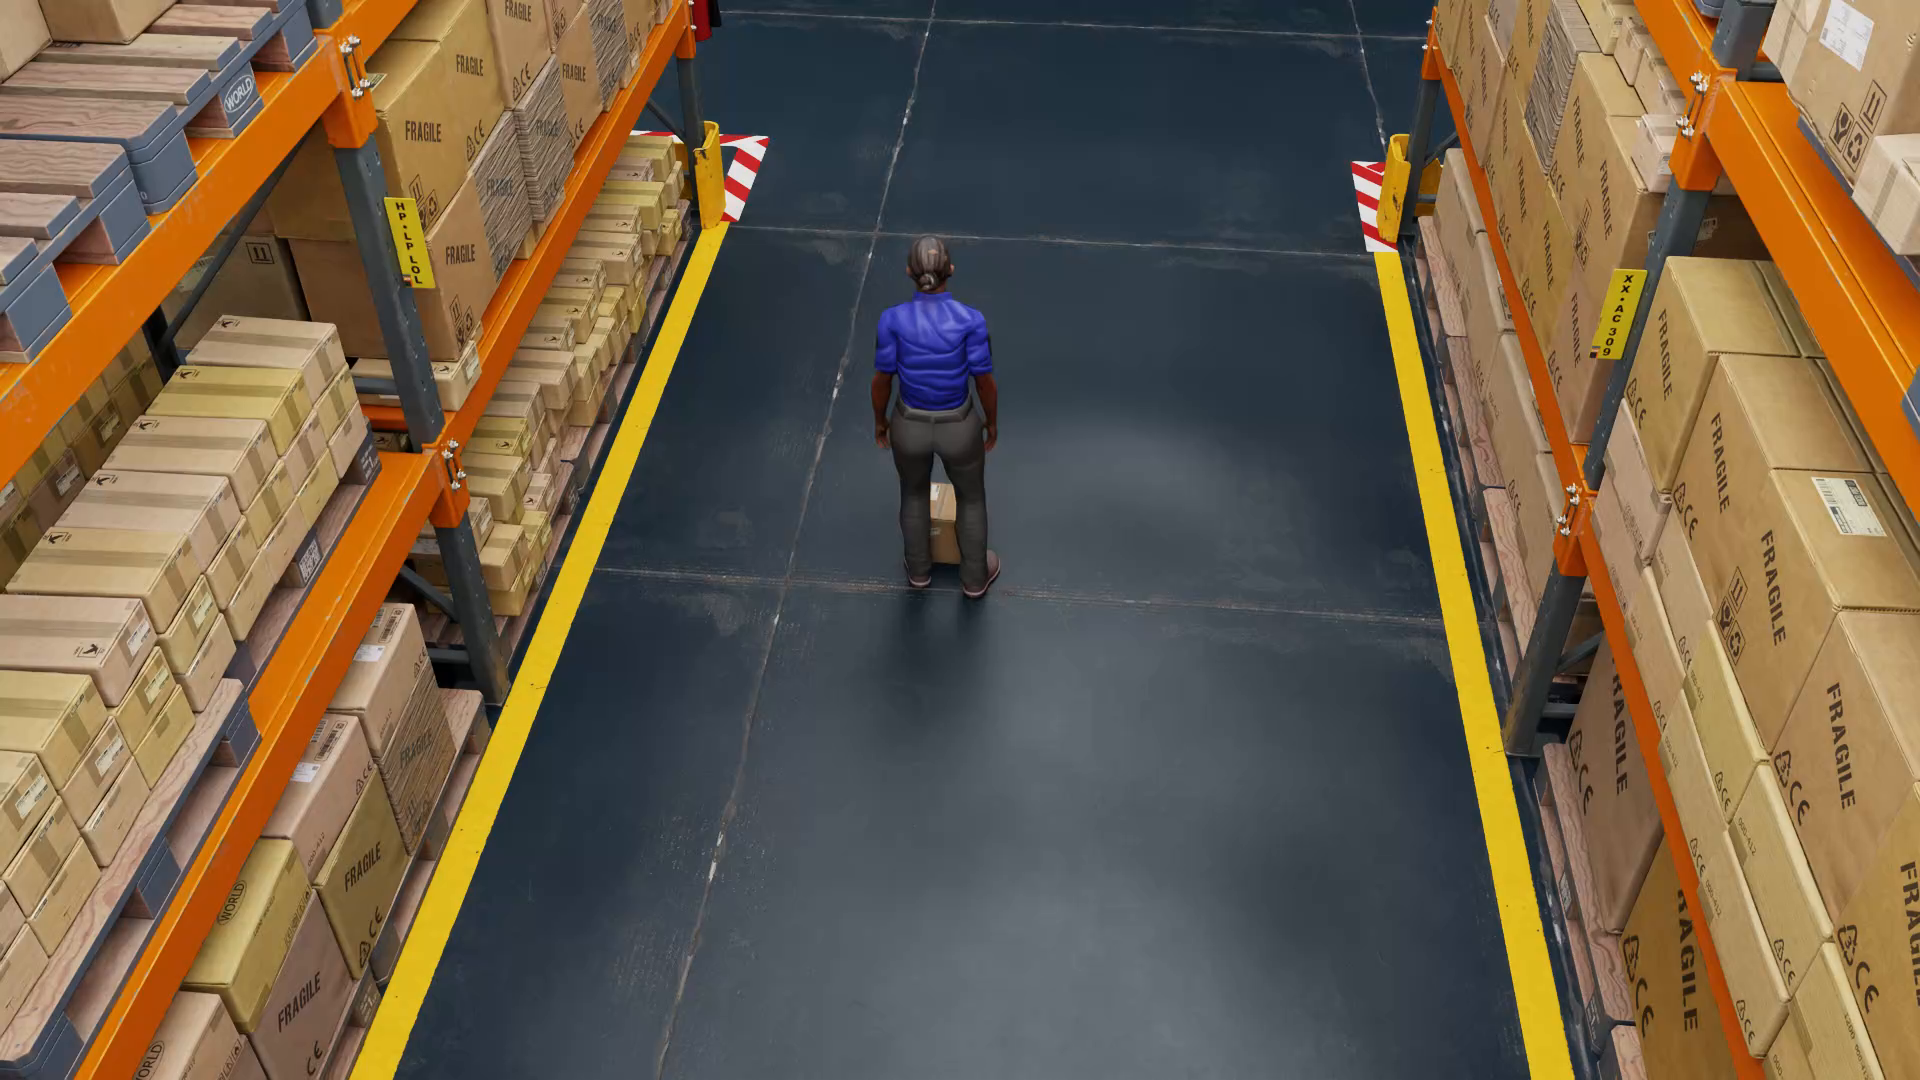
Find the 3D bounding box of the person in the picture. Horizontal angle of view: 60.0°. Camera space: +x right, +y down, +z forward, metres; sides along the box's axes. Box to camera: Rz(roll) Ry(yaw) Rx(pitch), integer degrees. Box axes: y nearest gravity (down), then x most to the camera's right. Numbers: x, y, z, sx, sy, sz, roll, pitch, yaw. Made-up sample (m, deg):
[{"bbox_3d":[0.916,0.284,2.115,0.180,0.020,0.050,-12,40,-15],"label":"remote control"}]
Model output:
[{"bbox_3d":[-0.087,-0.473,6.718,0.522,1.655,0.393,2,40,3],"label":"person"}]
